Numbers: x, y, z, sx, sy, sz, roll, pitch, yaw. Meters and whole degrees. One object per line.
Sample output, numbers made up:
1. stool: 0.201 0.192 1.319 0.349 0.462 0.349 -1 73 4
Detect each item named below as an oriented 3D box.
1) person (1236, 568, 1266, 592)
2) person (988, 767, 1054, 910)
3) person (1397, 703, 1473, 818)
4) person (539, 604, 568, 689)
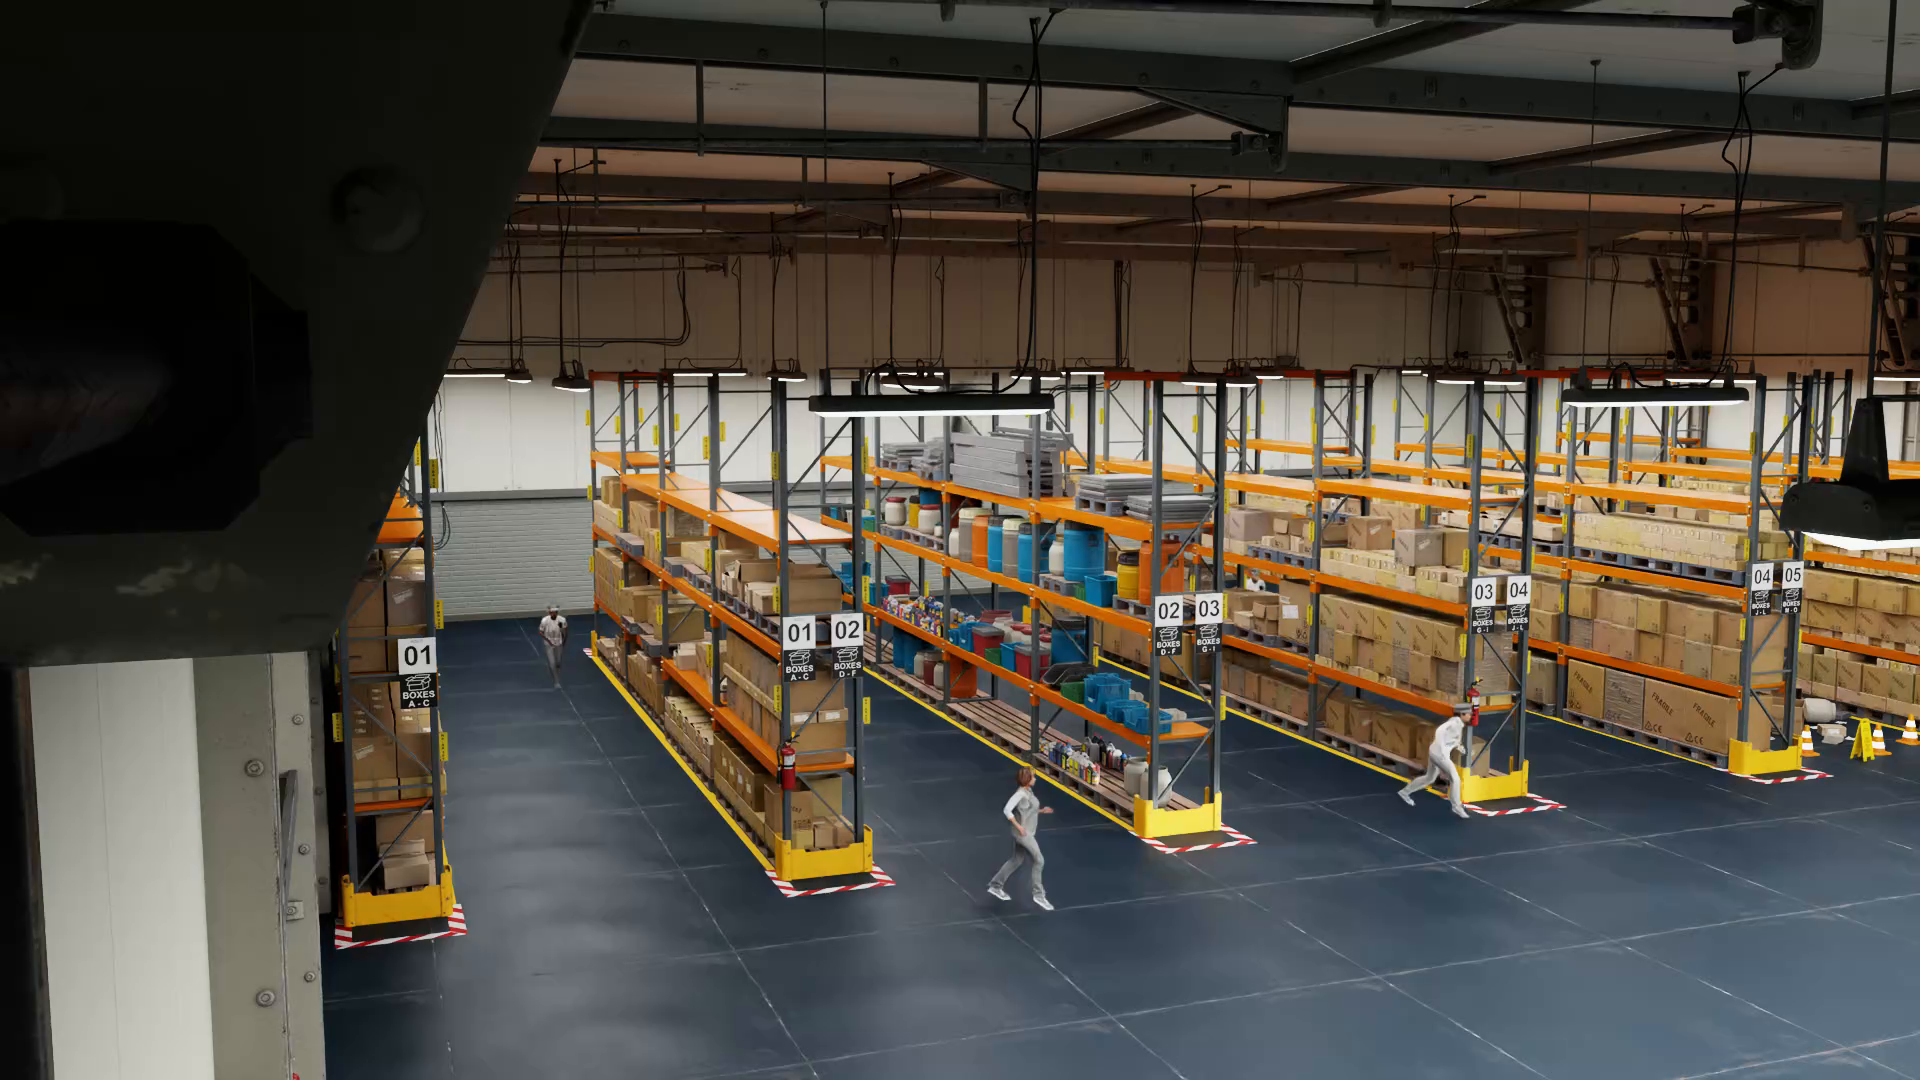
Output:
1. person: 6.352 1.444 36.088 0.628 1.708 0.706 -2 7 -19
2. person: 0.699 3.412 19.048 0.755 1.643 0.527 0 6 1
3. person: 6.531 3.018 22.852 0.968 1.628 0.656 3 7 22
4. person: -7.753 1.999 31.738 0.558 1.639 0.718 -2 7 -15
